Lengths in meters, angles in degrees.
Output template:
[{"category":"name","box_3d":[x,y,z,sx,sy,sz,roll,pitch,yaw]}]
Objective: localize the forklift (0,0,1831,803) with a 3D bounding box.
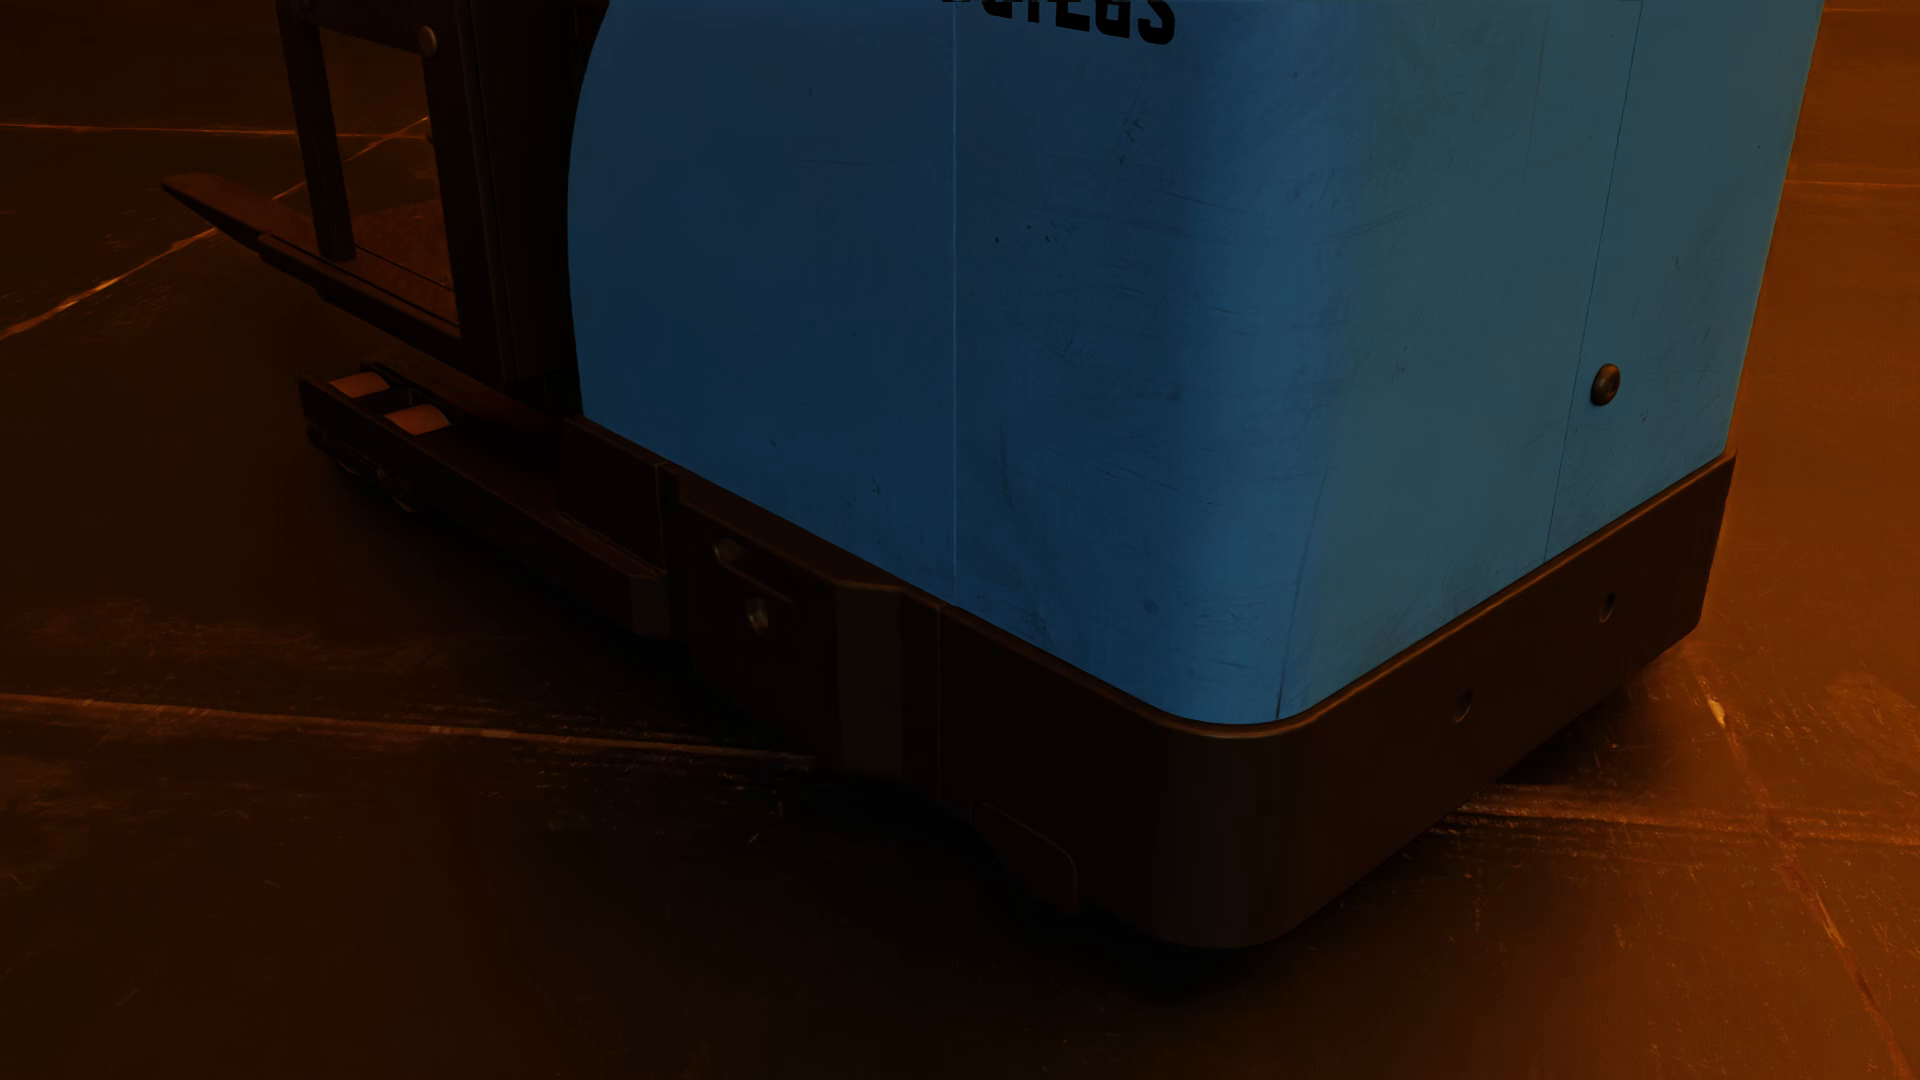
[{"category":"forklift","box_3d":[-0.614,-1.260,1.742,3.031,2.935,1.130,-3,27,-5]}]
